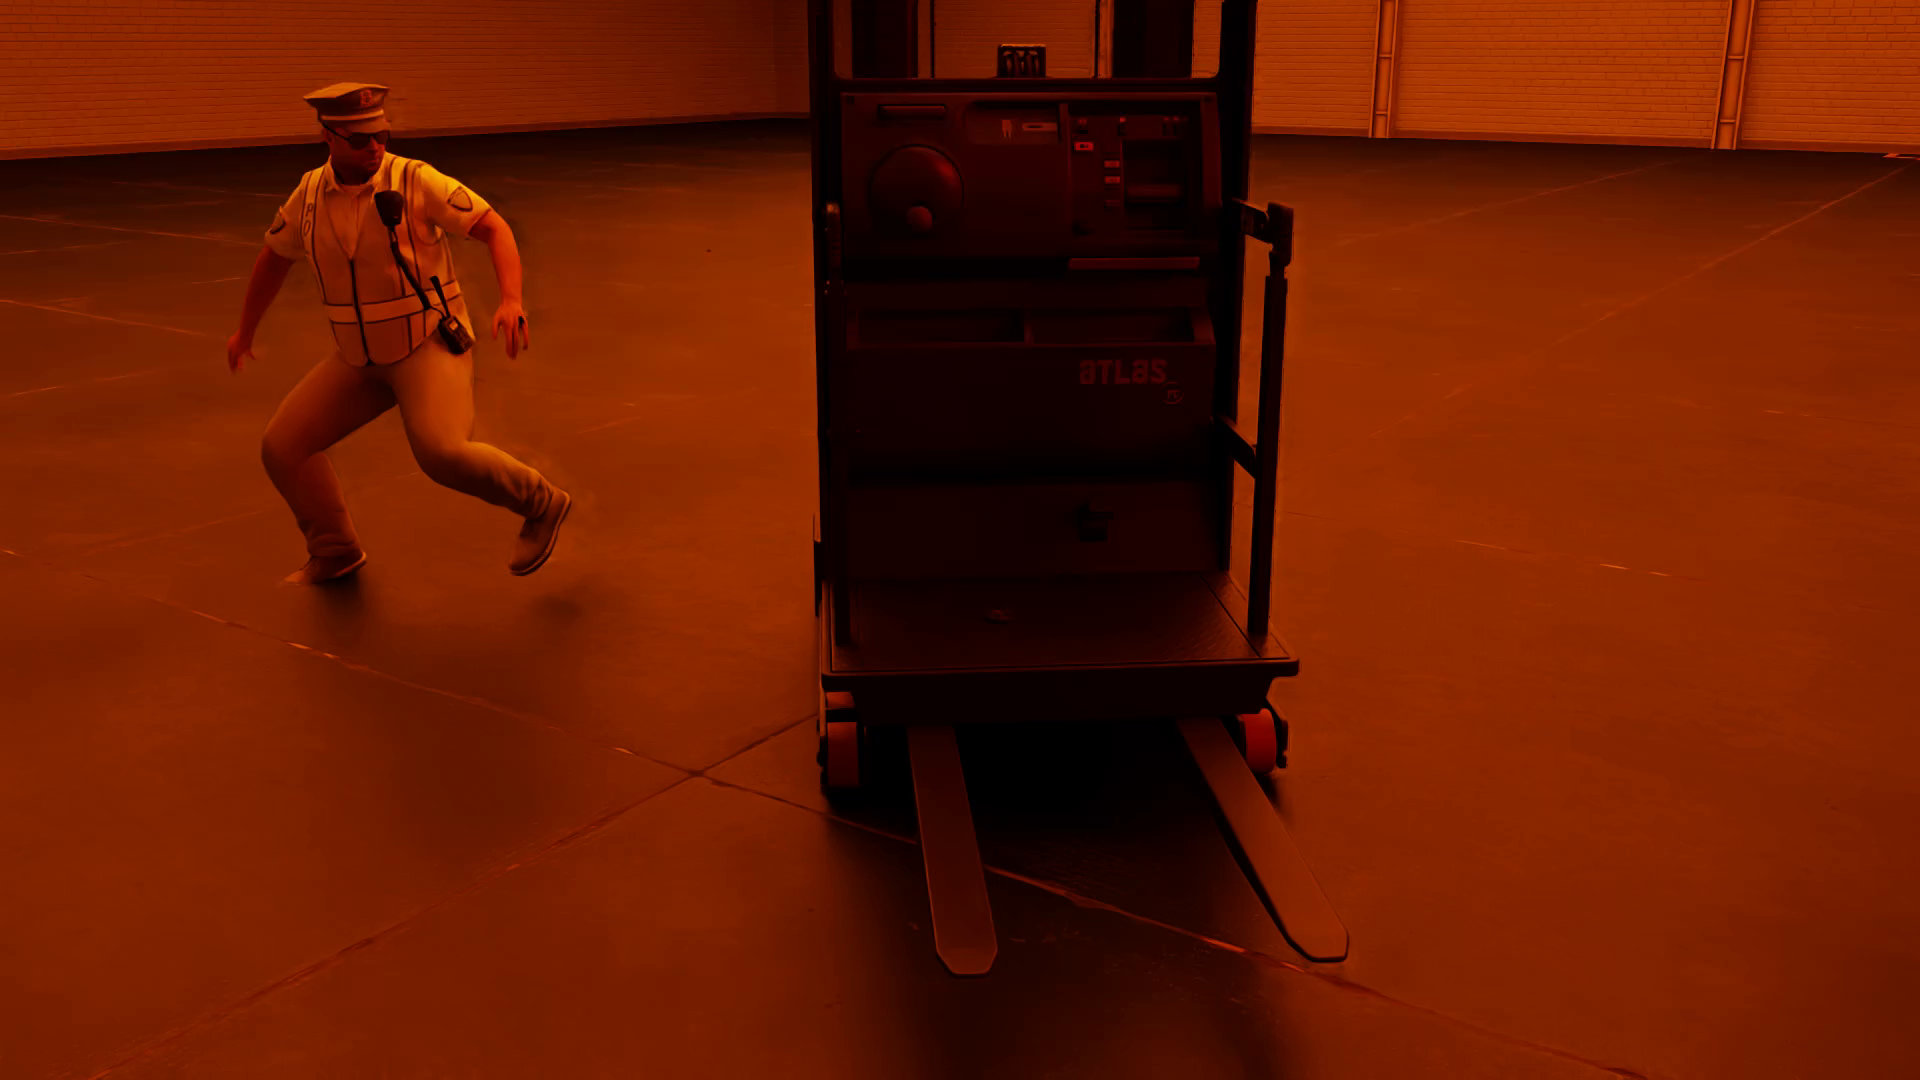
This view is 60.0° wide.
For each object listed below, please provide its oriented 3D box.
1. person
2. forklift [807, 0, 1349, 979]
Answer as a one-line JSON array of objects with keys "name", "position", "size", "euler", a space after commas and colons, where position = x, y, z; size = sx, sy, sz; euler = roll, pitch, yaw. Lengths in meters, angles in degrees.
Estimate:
[{"name": "person", "position": [-1.866, -0.612, 5.310], "size": [1.141, 1.641, 0.508], "euler": [5, 17, 16]}, {"name": "forklift", "position": [0.195, -0.908, 3.870], "size": [1.130, 2.935, 3.031], "euler": [-1, 17, -5]}]
